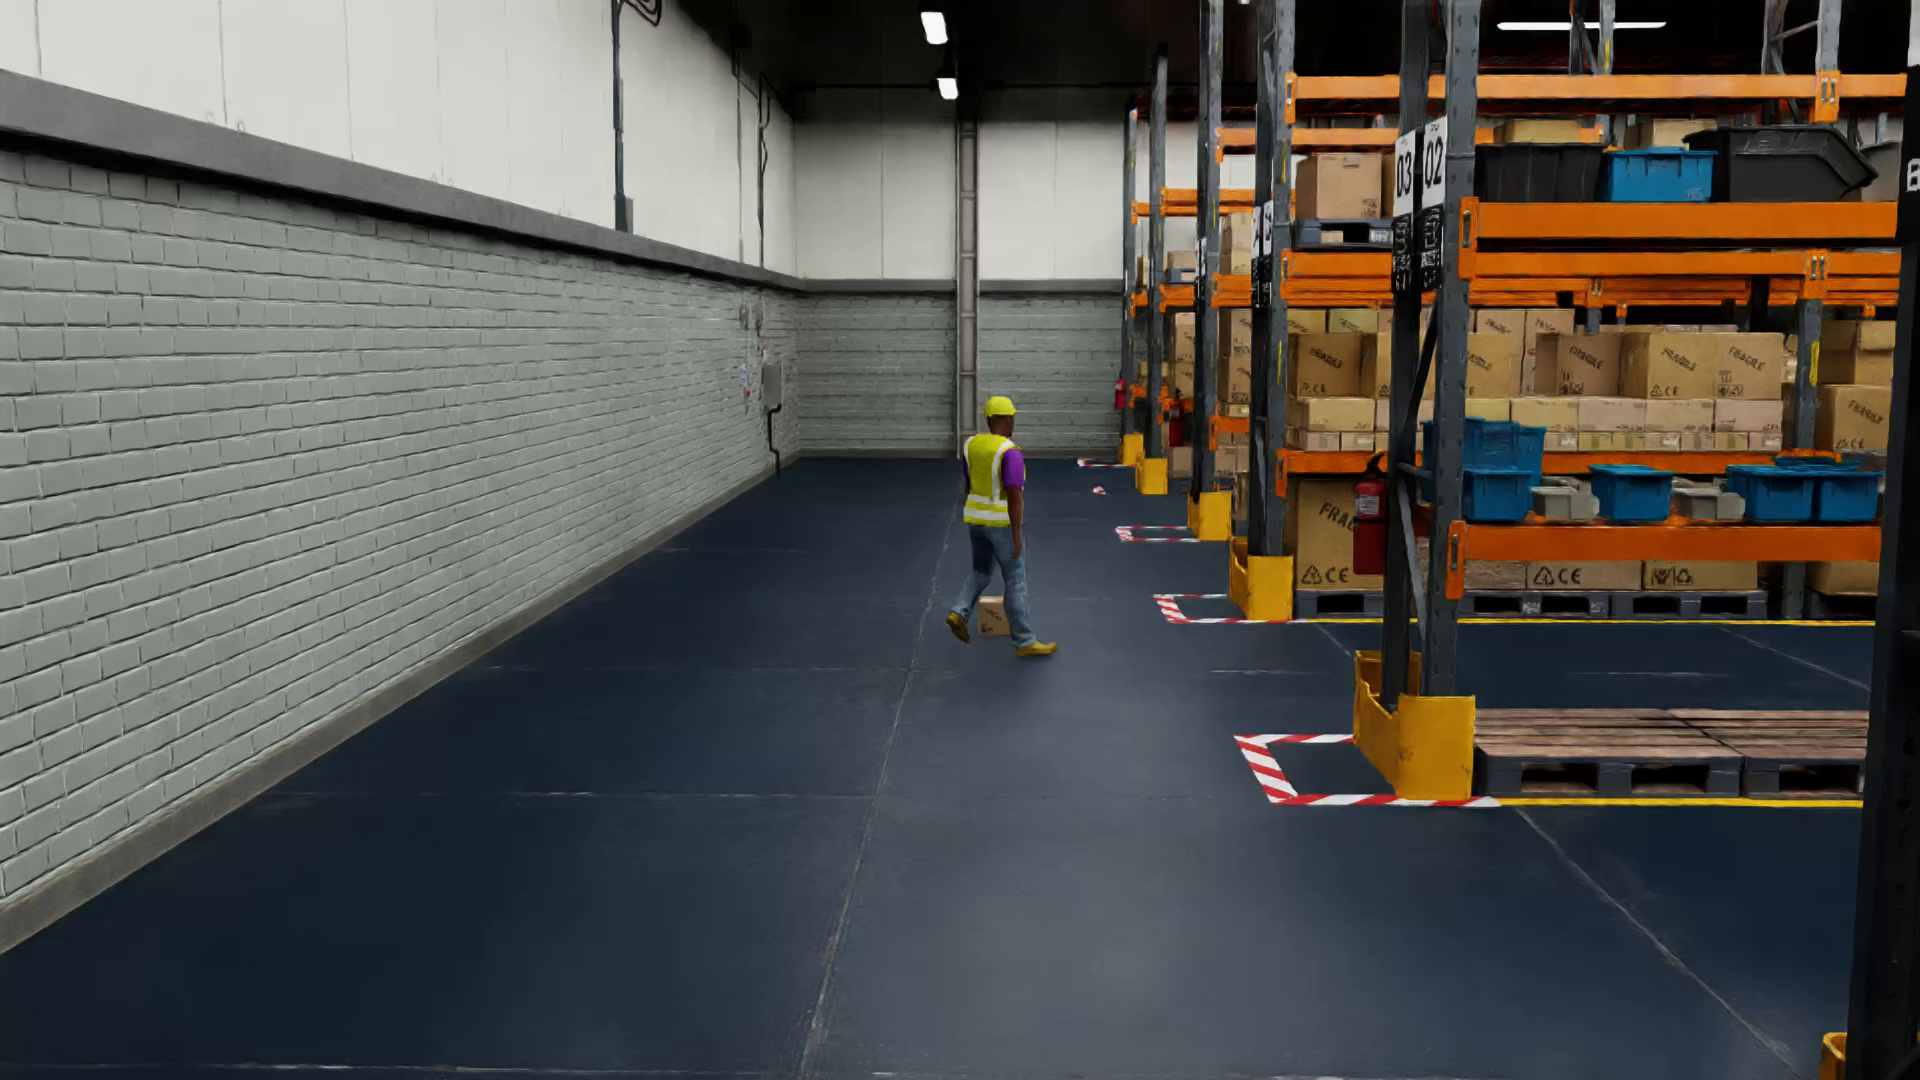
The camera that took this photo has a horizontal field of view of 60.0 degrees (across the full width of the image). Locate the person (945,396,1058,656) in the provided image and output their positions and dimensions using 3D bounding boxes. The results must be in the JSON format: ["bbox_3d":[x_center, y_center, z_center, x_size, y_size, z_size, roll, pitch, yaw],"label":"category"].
[{"bbox_3d":[0.243,-0.099,11.330,0.624,1.761,0.658,-7,10,-44],"label":"person"}]
